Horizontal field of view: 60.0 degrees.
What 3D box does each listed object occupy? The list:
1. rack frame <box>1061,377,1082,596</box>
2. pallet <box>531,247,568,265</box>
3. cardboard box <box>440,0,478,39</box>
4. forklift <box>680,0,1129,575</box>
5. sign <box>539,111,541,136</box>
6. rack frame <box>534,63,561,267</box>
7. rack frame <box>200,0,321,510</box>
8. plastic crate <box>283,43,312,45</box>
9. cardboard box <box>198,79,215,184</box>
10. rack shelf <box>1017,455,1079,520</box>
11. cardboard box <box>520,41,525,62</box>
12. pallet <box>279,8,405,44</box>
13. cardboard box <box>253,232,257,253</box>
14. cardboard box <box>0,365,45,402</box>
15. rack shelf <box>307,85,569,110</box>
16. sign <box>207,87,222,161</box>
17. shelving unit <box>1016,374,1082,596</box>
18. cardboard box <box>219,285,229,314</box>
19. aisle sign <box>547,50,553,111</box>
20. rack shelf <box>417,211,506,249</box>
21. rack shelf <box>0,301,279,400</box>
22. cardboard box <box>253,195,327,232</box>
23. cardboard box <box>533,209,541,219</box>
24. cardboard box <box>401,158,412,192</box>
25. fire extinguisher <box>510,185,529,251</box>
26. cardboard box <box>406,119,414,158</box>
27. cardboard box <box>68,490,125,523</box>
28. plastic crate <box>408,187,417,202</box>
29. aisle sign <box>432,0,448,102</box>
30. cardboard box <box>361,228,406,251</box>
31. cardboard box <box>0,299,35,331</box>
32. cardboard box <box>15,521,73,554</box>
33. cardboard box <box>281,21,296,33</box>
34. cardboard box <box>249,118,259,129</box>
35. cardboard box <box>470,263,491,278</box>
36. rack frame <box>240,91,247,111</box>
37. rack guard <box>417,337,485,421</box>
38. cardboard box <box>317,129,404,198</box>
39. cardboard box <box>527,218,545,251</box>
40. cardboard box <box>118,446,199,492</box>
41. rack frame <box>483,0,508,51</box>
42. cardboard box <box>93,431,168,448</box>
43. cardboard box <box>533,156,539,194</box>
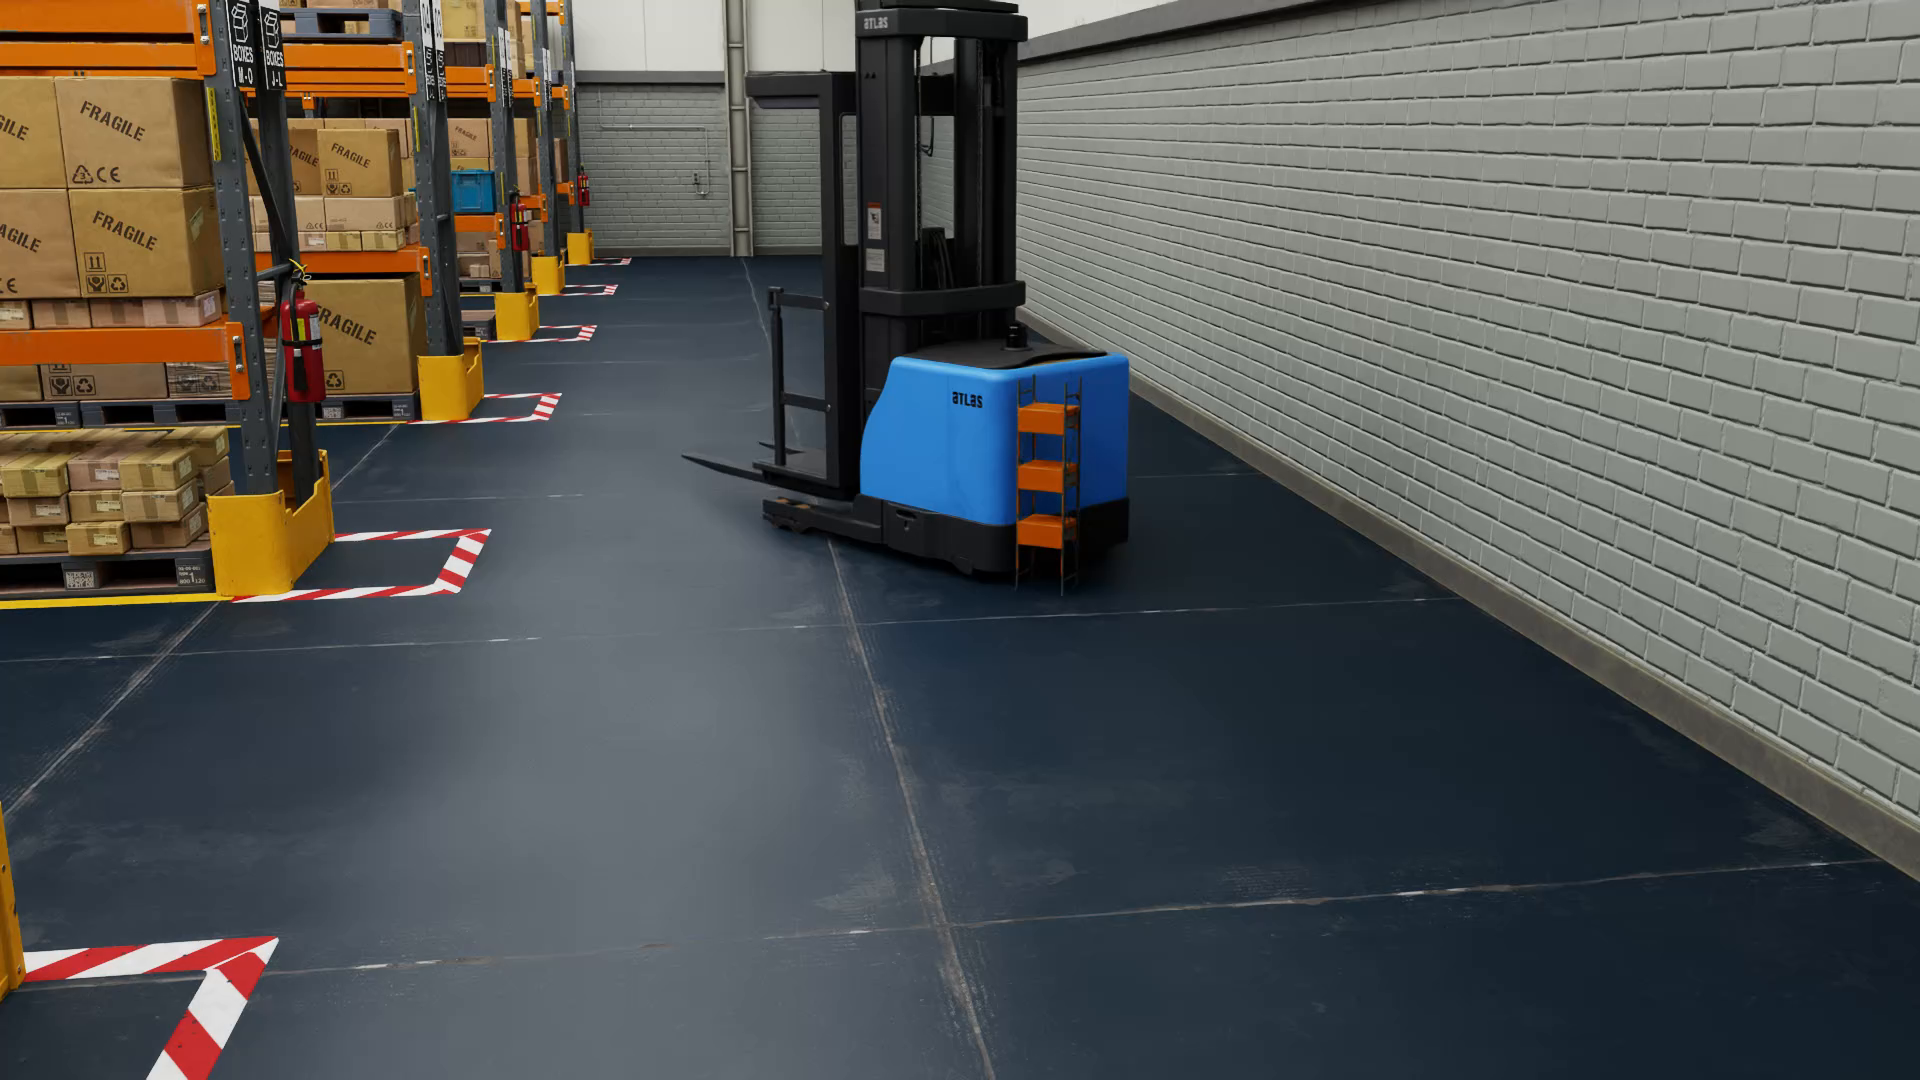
[{"bbox_3d":[0.542,-0.256,8.085,0.008,1.050,0.200,7,16,26],"label":"rack frame"},{"bbox_3d":[-7.114,-4.695,27.511,1.213,0.211,1.003,-2,14,-8],"label":"pallet"},{"bbox_3d":[-6.605,-6.873,22.032,0.500,0.500,0.700,-2,14,-8],"label":"cardboard box"},{"bbox_3d":[-0.477,-1.533,9.311,1.130,2.935,3.031,-13,19,-42],"label":"forklift"},{"bbox_3d":[-5.530,-5.485,21.897,0.005,0.325,0.100,-2,14,-8],"label":"sign"},{"bbox_3d":[-5.593,-4.904,22.612,0.127,3.000,1.000,-2,14,-8],"label":"rack frame"},{"bbox_3d":[-3.482,-1.325,8.338,0.127,3.000,1.000,-2,14,-8],"label":"rack frame"},{"bbox_3d":[-7.096,-5.104,17.485,0.530,0.282,0.437,-2,14,-8],"label":"plastic crate"},{"bbox_3d":[-3.965,-2.050,8.357,0.500,0.500,0.500,-2,14,-9],"label":"cardboard box"},{"bbox_3d":[0.433,-0.259,8.140,0.240,0.259,0.215,7,16,26],"label":"rack shelf"},{"bbox_3d":[-6.140,-6.573,22.380,0.500,0.250,0.500,-2,14,-8],"label":"cardboard box"},{"bbox_3d":[-4.853,-3.904,12.638,1.213,0.211,1.003,-2,14,-8],"label":"pallet"},{"bbox_3d":[-5.434,-2.270,12.624,0.250,0.149,0.380,-2,14,-10],"label":"cardboard box"},{"bbox_3d":[-7.412,-1.554,12.758,0.875,0.875,0.875,-2,14,-8],"label":"cardboard box"},{"bbox_3d":[-8.312,-7.129,26.796,4.000,0.370,1.077,-2,14,-8],"label":"rack shelf"},{"bbox_3d":[-3.419,-1.905,7.623,0.005,0.325,0.100,-2,14,-8],"label":"sign"},{"bbox_3d":[0.433,-0.269,8.137,0.252,1.050,0.215,7,16,26],"label":"shelving unit"},{"bbox_3d":[-3.851,-1.270,8.636,0.250,0.149,0.380,-2,14,-9],"label":"cardboard box"},{"bbox_3d":[-5.569,-6.239,22.587,0.004,0.787,0.394,-2,14,-8],"label":"aisle sign"},{"bbox_3d":[-6.836,-3.291,17.659,4.000,0.370,1.077,-2,14,-8],"label":"rack shelf"},{"bbox_3d":[-5.459,-0.903,8.136,4.000,0.370,1.077,-2,14,-8],"label":"rack shelf"},{"bbox_3d":[-5.062,-2.493,12.694,0.500,0.250,0.500,-2,14,-9],"label":"cardboard box"},{"bbox_3d":[-6.918,-5.405,27.549,0.250,0.149,0.380,-2,14,-8],"label":"cardboard box"},{"bbox_3d":[-7.500,-4.817,22.056,0.500,0.500,0.500,-2,14,-9],"label":"cardboard box"},{"bbox_3d":[-4.642,-3.391,17.501,0.183,0.674,0.296,-2,14,-8],"label":"fire extinguisher"},{"bbox_3d":[-7.003,-5.317,21.997,0.500,0.500,0.500,-2,14,-7],"label":"cardboard box"},{"bbox_3d":[-4.228,-0.206,8.261,0.250,0.149,0.380,-2,14,-10],"label":"cardboard box"},{"bbox_3d":[-5.803,-3.707,18.058,0.300,0.233,0.416,-2,14,-8],"label":"plastic crate"},{"bbox_3d":[-4.094,-3.857,13.091,0.004,0.787,0.394,-2,14,-8],"label":"aisle sign"},{"bbox_3d":[-4.424,-2.307,12.773,0.250,0.149,0.380,-2,14,-7],"label":"cardboard box"},{"bbox_3d":[-4.508,-1.096,7.940,0.250,0.149,0.380,-2,14,-7],"label":"cardboard box"},{"bbox_3d":[-4.485,-0.054,8.267,0.250,0.149,0.380,-2,14,-9],"label":"cardboard box"},{"bbox_3d":[-8.558,-6.759,21.578,0.500,0.500,0.700,-2,14,-8],"label":"cardboard box"},{"bbox_3d":[-9.040,-5.242,21.698,0.500,0.500,0.500,-2,14,-7],"label":"cardboard box"},{"bbox_3d":[-6.508,-3.672,22.616,0.250,0.166,0.380,-2,14,-8],"label":"cardboard box"},{"bbox_3d":[-9.548,-4.759,22.034,0.127,3.000,1.000,-2,14,-8],"label":"rack frame"},{"bbox_3d":[-4.097,-1.310,13.417,0.348,0.500,1.175,-2,14,-8],"label":"rack guard"},{"bbox_3d":[-4.563,-2.876,12.678,0.500,0.500,0.500,-2,14,-8],"label":"cardboard box"},{"bbox_3d":[-7.012,-5.038,27.418,0.500,0.500,0.700,-2,14,-8],"label":"cardboard box"},{"bbox_3d":[-3.968,-0.354,8.241,0.250,0.149,0.380,-2,14,-8],"label":"cardboard box"},{"bbox_3d":[-4.859,-6.623,17.130,0.127,3.000,1.000,-2,14,-8],"label":"rack frame"},{"bbox_3d":[-4.305,-0.458,8.656,0.250,0.149,0.380,-2,14,-7],"label":"cardboard box"},{"bbox_3d":[-6.071,-5.000,22.788,0.500,0.500,0.500,-2,14,-7],"label":"cardboard box"}]
